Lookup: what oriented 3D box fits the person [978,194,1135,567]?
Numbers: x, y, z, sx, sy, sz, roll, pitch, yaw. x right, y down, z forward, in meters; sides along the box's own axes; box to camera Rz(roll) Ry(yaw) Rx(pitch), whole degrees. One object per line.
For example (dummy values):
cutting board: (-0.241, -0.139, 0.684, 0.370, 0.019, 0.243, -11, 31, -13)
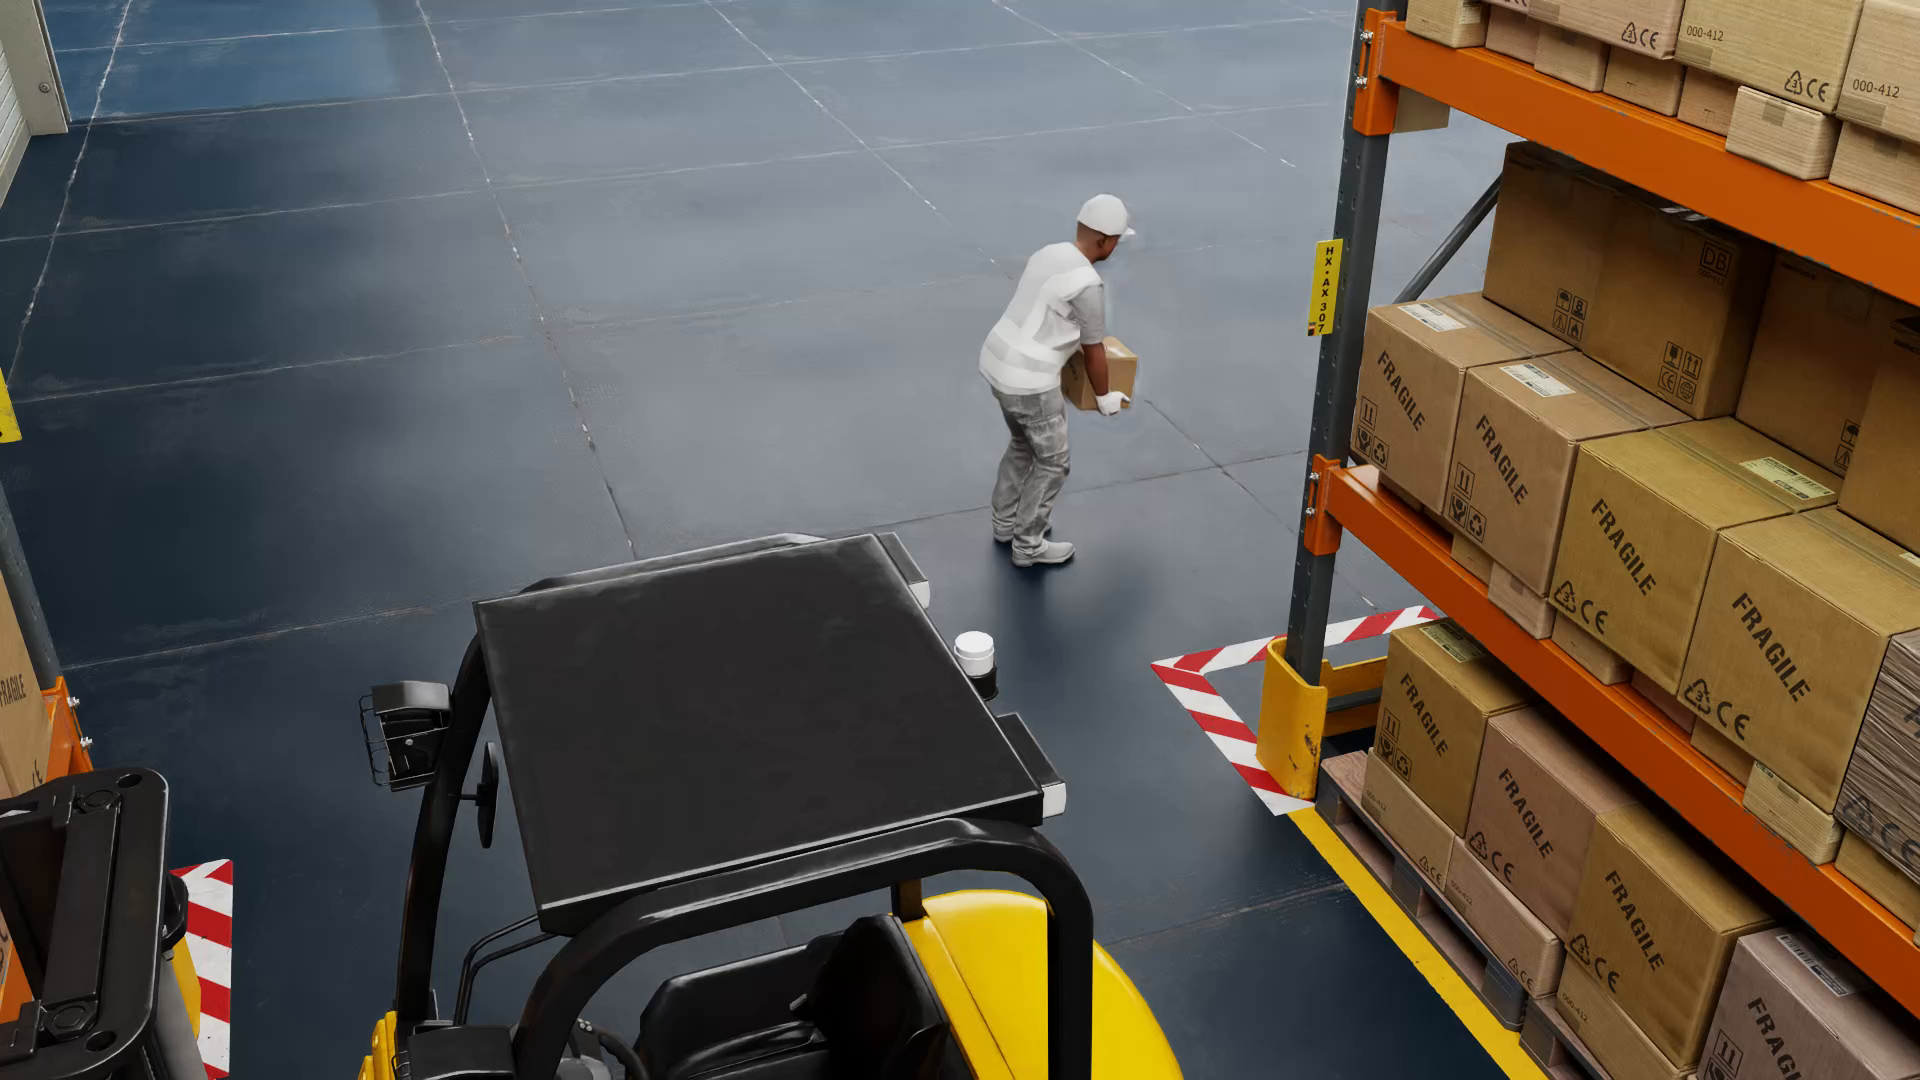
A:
person: (0.435, -0.721, 7.492, 0.696, 1.668, 0.486, -11, 31, -18)
